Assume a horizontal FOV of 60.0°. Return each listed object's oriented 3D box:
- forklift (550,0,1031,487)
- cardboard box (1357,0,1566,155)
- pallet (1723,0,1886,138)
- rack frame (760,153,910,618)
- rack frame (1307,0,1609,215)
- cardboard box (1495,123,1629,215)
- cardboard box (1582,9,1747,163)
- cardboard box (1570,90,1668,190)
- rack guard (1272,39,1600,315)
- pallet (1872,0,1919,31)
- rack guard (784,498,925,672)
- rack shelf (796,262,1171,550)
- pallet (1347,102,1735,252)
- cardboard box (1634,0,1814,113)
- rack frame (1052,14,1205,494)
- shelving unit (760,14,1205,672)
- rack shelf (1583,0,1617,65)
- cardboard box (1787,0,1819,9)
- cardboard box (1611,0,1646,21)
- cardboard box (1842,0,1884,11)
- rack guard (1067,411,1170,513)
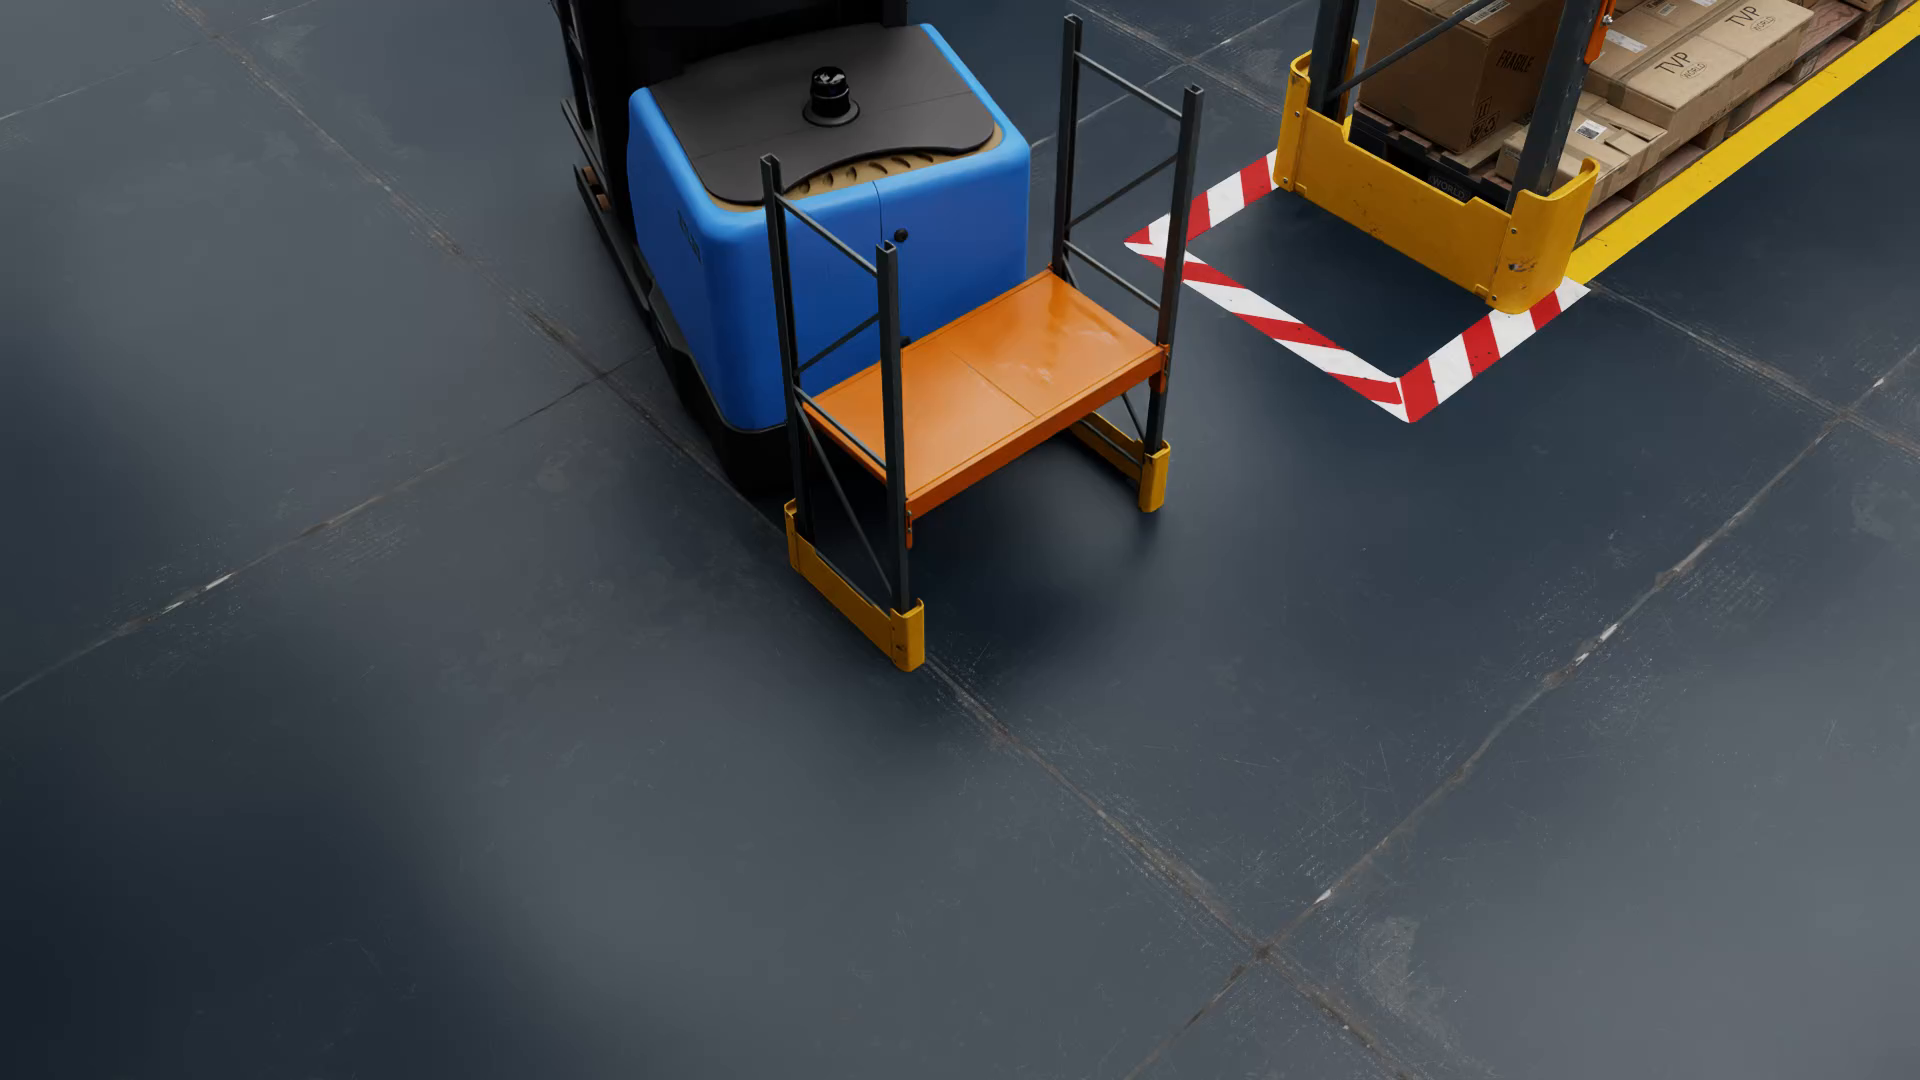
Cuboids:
[{"bbox_3d":[-0.830,-2.262,5.343,1.130,2.935,3.031,-18,50,-16],"label":"forklift"},{"bbox_3d":[1.907,-1.880,6.345,0.500,0.500,0.500,-34,56,-27],"label":"cardboard box"},{"bbox_3d":[3.219,-2.262,7.194,1.213,0.211,1.003,-34,56,-27],"label":"pallet"},{"bbox_3d":[-0.317,-0.296,4.503,0.032,1.500,0.500,-32,55,-26],"label":"rack frame"},{"bbox_3d":[1.671,-2.175,5.216,0.127,3.000,1.000,-34,56,-27],"label":"rack frame"},{"bbox_3d":[2.212,-1.378,6.121,0.250,0.149,0.380,-34,56,-27],"label":"cardboard box"},{"bbox_3d":[2.634,-1.754,6.399,0.500,0.250,0.500,-34,56,-27],"label":"cardboard box"},{"bbox_3d":[2.397,-1.507,6.228,0.250,0.166,0.380,-34,56,-27],"label":"cardboard box"},{"bbox_3d":[1.727,-1.365,6.170,0.348,0.500,1.175,-34,56,-27],"label":"rack guard"},{"bbox_3d":[4.122,-2.868,7.753,1.213,0.211,1.003,-34,56,-27],"label":"pallet"},{"bbox_3d":[-0.316,0.127,4.963,0.087,0.250,0.587,-32,55,-26],"label":"rack guard"},{"bbox_3d":[0.070,-0.416,4.858,1.000,0.185,0.538,-32,55,-26],"label":"rack shelf"},{"bbox_3d":[2.316,-1.662,6.640,1.213,0.211,1.003,-34,56,-27],"label":"pallet"},{"bbox_3d":[3.004,-2.001,6.627,0.500,0.250,0.500,-34,56,-27],"label":"cardboard box"},{"bbox_3d":[0.457,-0.781,4.950,0.032,1.500,0.500,-32,55,-26],"label":"rack frame"},{"bbox_3d":[0.063,-0.534,4.722,1.083,1.500,0.587,-32,55,-26],"label":"shelving unit"},{"bbox_3d":[3.151,-2.920,6.393,4.000,0.370,1.077,-34,56,-27],"label":"rack shelf"},{"bbox_3d":[3.244,-2.524,6.937,0.637,0.503,0.797,-34,56,-27],"label":"cardboard box"},{"bbox_3d":[2.631,-2.248,6.855,0.500,0.250,0.500,-34,56,-27],"label":"cardboard box"},{"bbox_3d":[3.845,-2.584,7.123,0.500,0.311,0.500,-34,56,-27],"label":"cardboard box"},{"bbox_3d":[0.442,-0.348,5.401,0.087,0.250,0.587,-32,55,-26],"label":"rack guard"}]
